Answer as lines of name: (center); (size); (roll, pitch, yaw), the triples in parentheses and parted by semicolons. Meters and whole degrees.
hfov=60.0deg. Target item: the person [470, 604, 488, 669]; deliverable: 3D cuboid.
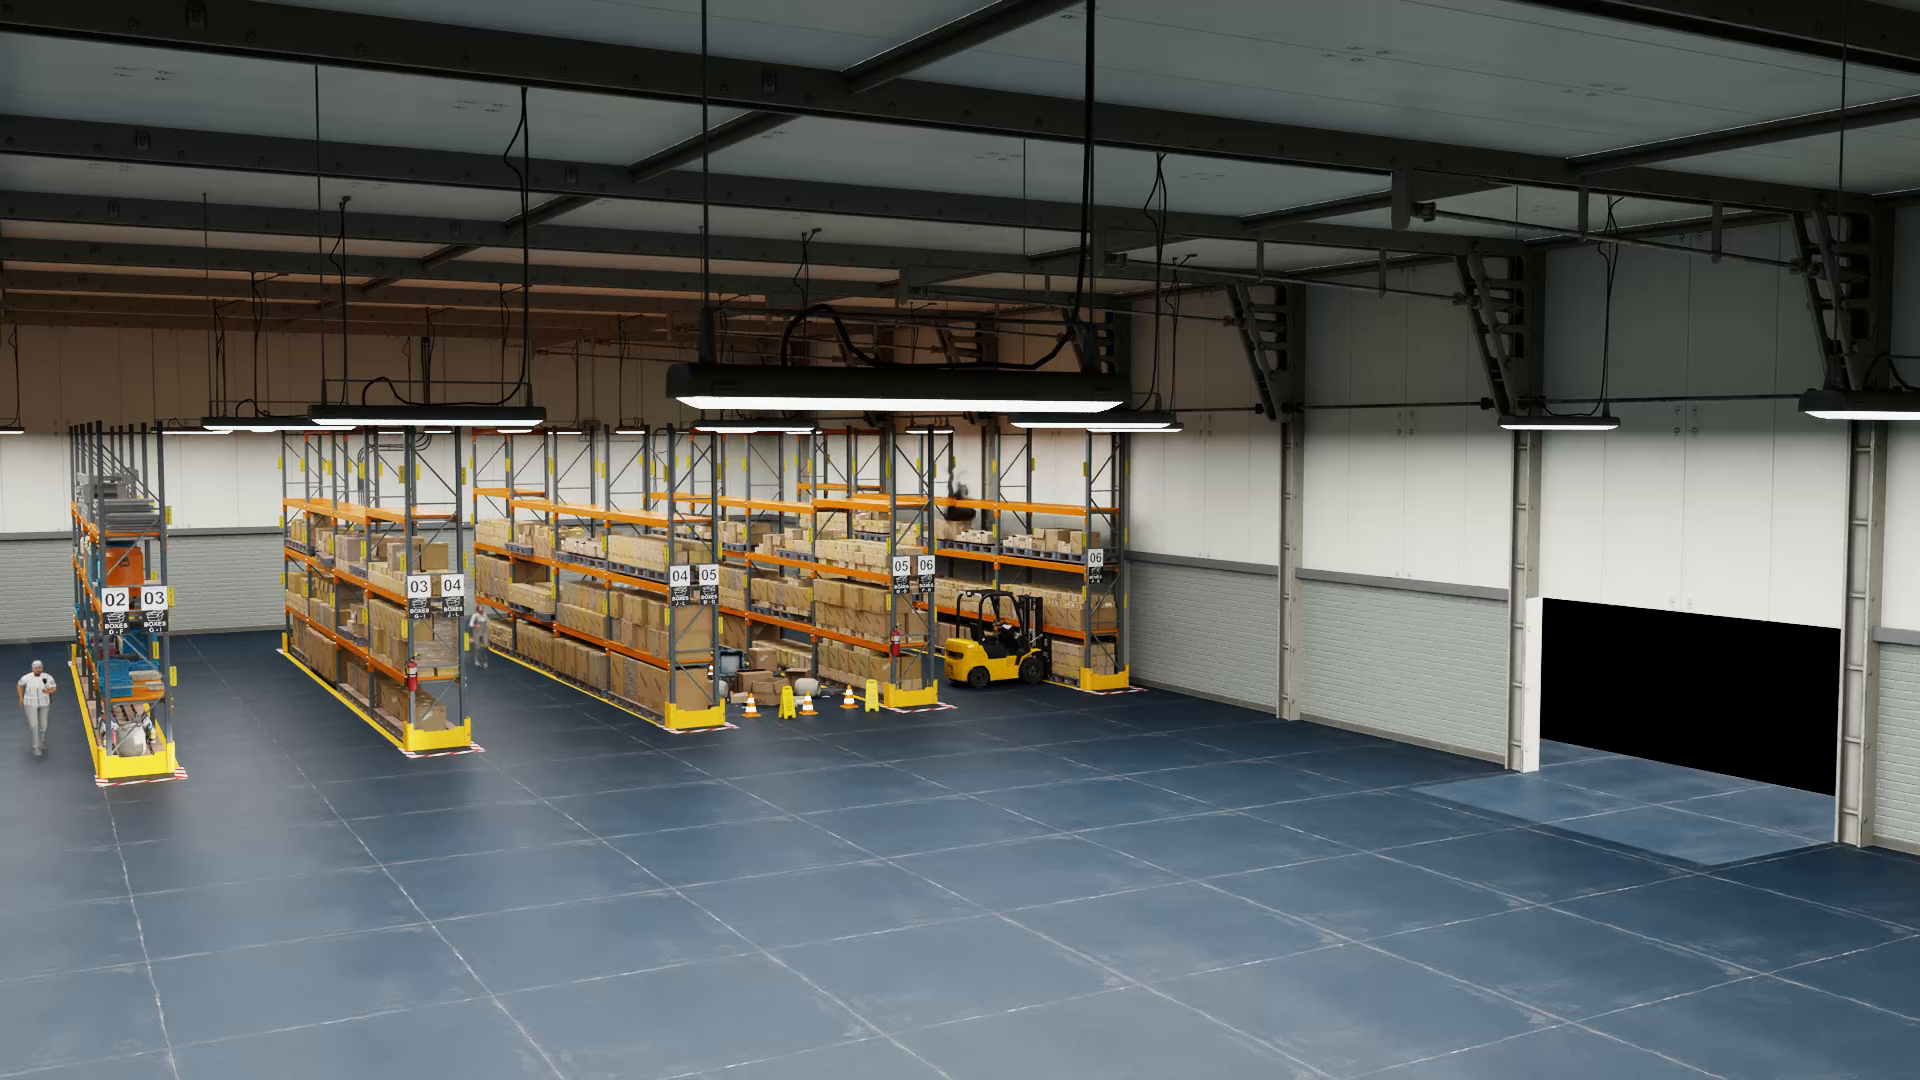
person: (-11.896, 2.391, 41.201); (0.526, 1.642, 0.707); (-2, 4, -31)

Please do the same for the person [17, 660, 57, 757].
person: (-16.687, 3.022, 30.098); (0.580, 1.711, 0.855); (-3, 4, -38)

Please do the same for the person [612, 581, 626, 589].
person: (-10.311, 1.760, 50.102); (0.854, 1.733, 0.760); (-2, 4, -25)
